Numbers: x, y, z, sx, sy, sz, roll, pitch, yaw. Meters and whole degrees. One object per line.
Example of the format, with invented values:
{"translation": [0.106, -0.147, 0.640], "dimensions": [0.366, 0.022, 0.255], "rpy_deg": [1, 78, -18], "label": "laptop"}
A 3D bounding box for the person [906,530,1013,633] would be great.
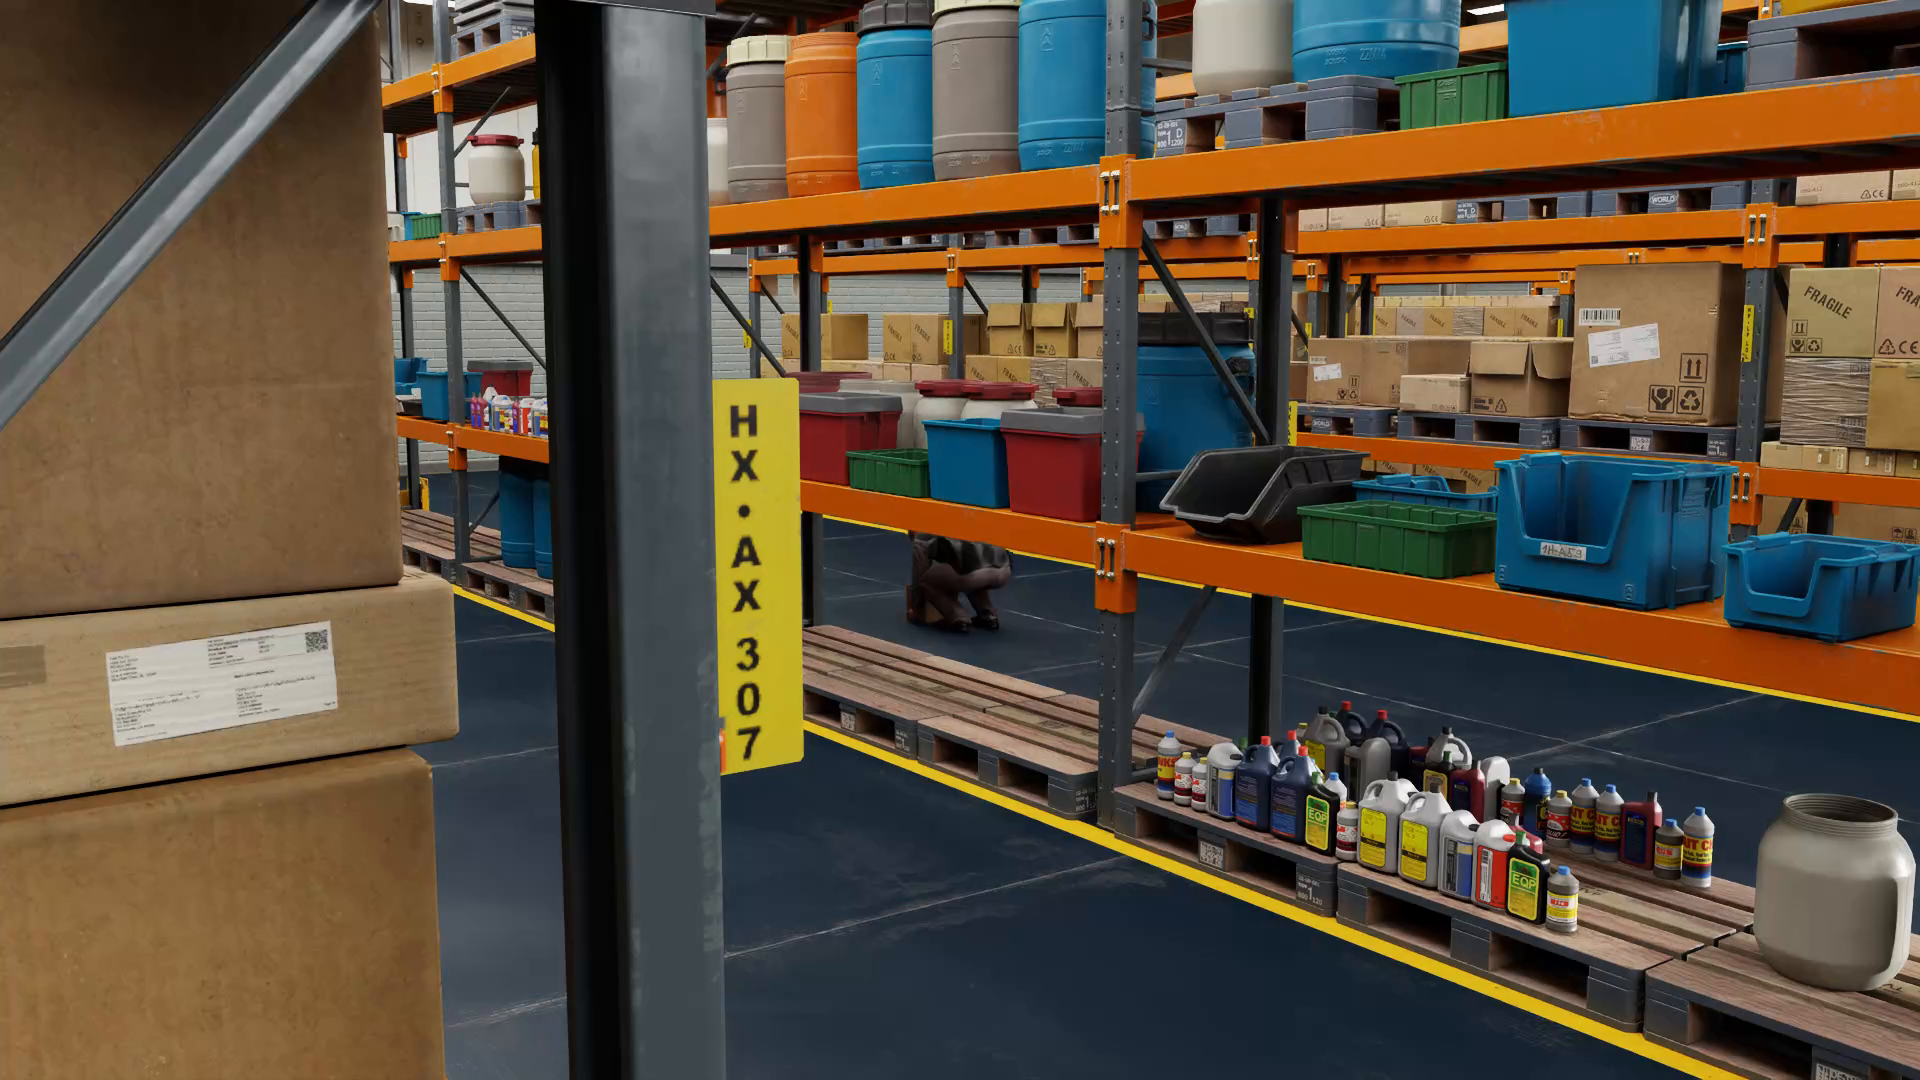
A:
{"translation": [-0.040, 0.262, 11.780], "dimensions": [0.516, 0.815, 0.924], "rpy_deg": [-6, 10, -37], "label": "person"}
